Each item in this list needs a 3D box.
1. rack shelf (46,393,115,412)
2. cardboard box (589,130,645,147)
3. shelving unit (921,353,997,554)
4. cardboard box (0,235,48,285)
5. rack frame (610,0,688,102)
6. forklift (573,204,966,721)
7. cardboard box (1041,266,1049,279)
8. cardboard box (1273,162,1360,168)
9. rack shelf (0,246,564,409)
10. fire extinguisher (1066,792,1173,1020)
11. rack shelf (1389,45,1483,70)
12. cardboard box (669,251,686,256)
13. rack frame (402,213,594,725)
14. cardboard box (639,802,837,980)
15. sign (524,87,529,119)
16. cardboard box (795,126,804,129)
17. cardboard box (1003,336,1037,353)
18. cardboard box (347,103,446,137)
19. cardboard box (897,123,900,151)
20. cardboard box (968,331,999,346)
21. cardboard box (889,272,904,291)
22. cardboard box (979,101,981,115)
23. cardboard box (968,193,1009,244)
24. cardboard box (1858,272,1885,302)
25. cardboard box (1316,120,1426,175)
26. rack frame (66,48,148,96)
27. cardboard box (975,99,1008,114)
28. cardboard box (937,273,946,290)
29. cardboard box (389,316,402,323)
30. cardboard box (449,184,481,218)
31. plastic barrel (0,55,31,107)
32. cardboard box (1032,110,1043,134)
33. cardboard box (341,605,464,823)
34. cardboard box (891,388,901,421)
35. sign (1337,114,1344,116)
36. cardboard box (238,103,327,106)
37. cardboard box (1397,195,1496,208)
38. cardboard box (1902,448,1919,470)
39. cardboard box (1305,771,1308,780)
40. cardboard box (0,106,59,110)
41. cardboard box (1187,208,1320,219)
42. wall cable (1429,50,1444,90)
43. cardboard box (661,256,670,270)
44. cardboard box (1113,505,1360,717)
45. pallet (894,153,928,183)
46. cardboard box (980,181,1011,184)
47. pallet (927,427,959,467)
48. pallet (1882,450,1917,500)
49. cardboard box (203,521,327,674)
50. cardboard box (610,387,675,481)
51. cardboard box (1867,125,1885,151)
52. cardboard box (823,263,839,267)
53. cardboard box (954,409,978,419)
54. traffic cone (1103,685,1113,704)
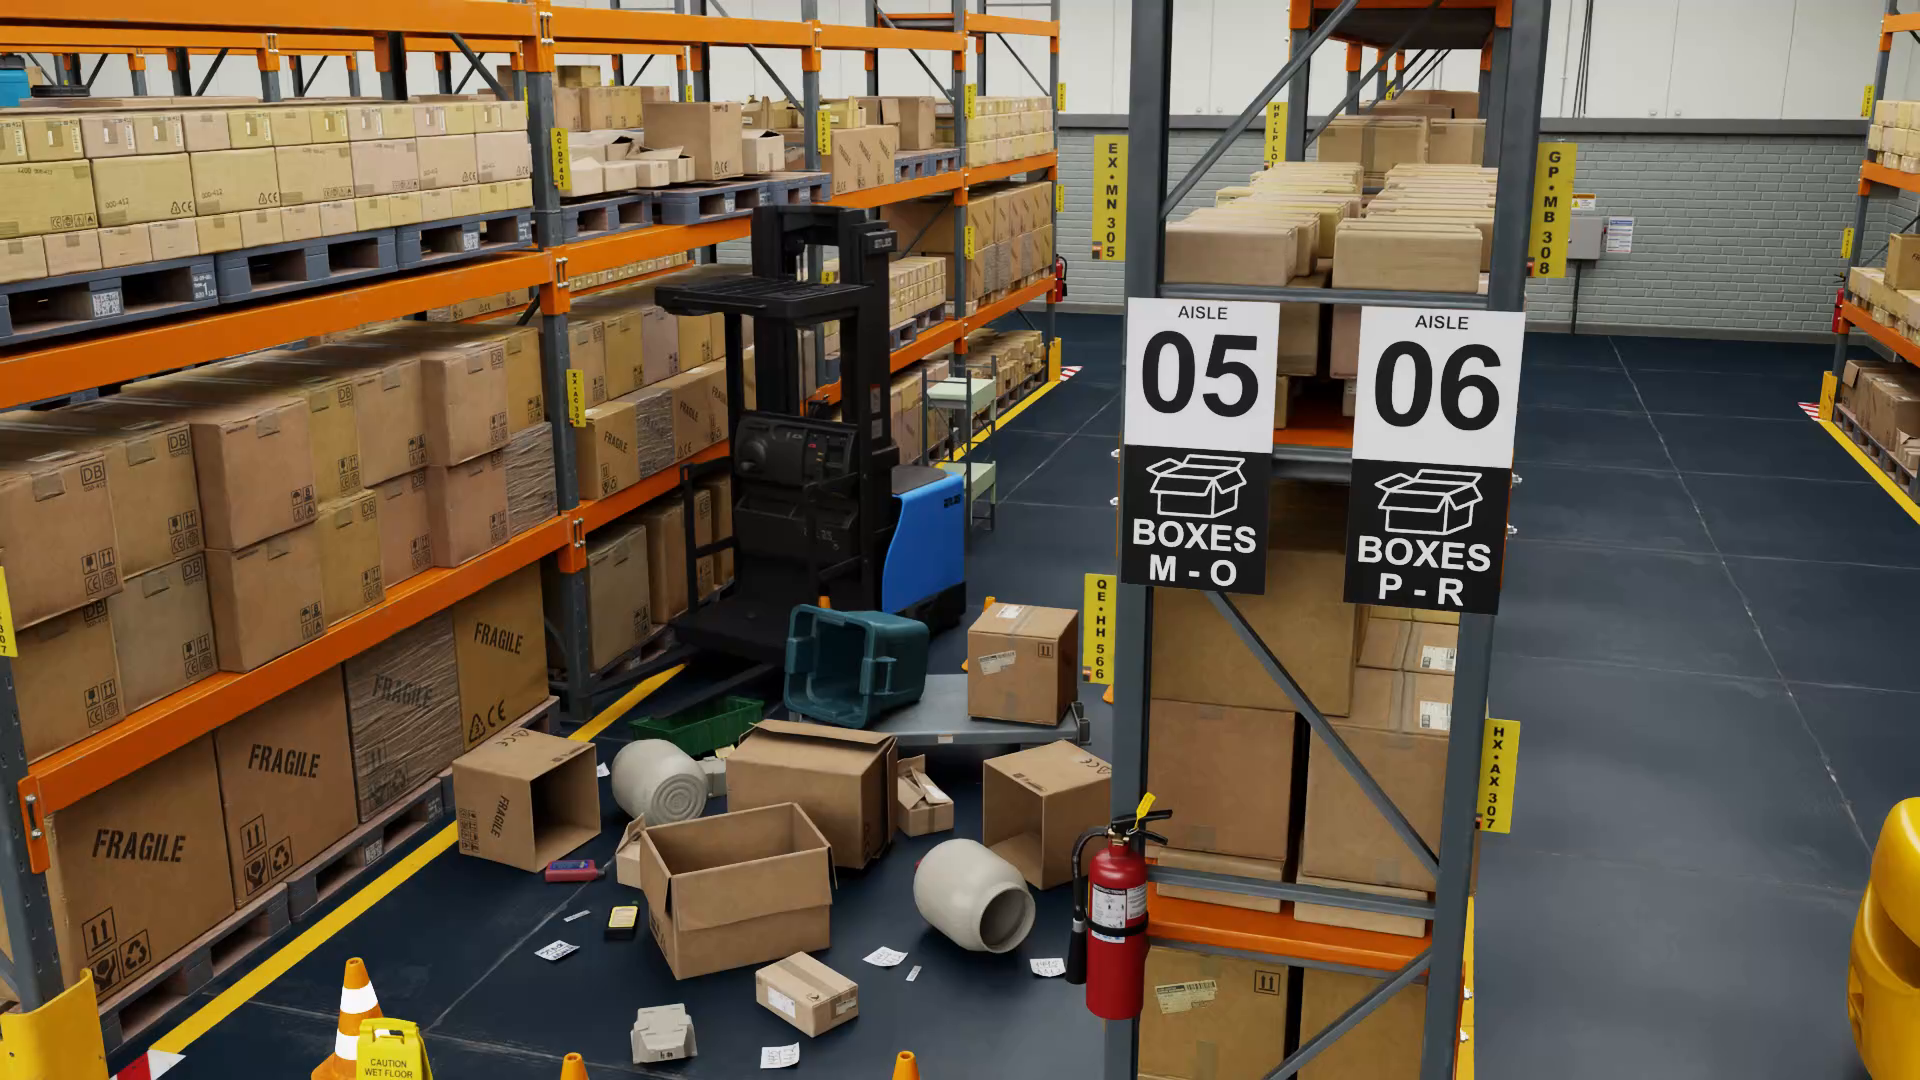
[{"bbox_3d":[-6.868,-0.980,13.105,1.077,0.370,4.000,5,16,16],"label":"rack shelf"},{"bbox_3d":[-2.278,-2.651,11.391,0.500,0.311,0.500,4,16,15],"label":"cardboard box"},{"bbox_3d":[-0.002,-0.720,13.619,0.431,1.500,0.755,5,16,16],"label":"shelving unit"},{"bbox_3d":[-3.442,-0.982,5.805,0.380,0.149,0.250,5,17,16],"label":"cardboard box"},{"bbox_3d":[-4.026,-6.828,21.412,1.000,3.000,0.127,5,16,16],"label":"rack frame"},{"bbox_3d":[-1.175,-0.574,10.482,1.130,2.935,3.031,10,19,31],"label":"forklift"},{"bbox_3d":[0.879,-3.303,20.437,0.380,0.149,0.250,5,16,16],"label":"cardboard box"},{"bbox_3d":[1.662,-1.683,7.767,0.380,0.149,0.250,4,16,15],"label":"cardboard box"},{"bbox_3d":[-3.278,-0.965,7.556,1.077,0.370,4.000,5,16,16],"label":"rack shelf"},{"bbox_3d":[0.454,1.044,4.794,0.296,0.674,0.183,5,16,16],"label":"fire extinguisher"},{"bbox_3d":[4.907,-4.998,17.010,1.077,0.370,4.000,5,16,16],"label":"rack shelf"},{"bbox_3d":[-3.910,-3.866,21.691,0.500,0.250,0.500,4,16,15],"label":"cardboard box"},{"bbox_3d":[-2.710,-0.391,9.712,1.000,3.000,0.127,5,16,16],"label":"rack frame"},{"bbox_3d":[-1.000,1.558,7.416,0.797,0.503,0.637,-7,17,-23],"label":"cardboard box"},{"bbox_3d":[-4.640,-4.699,17.879,0.100,0.325,0.005,5,16,16],"label":"sign"},{"bbox_3d":[-1.525,-3.230,14.040,0.500,0.500,0.500,5,16,16],"label":"cardboard box"},{"bbox_3d":[0.715,-2.351,19.984,0.380,0.149,0.250,4,16,15],"label":"cardboard box"},{"bbox_3d":[-2.723,-2.030,8.038,0.380,0.149,0.250,5,17,17],"label":"cardboard box"},{"bbox_3d":[-0.888,-3.873,15.883,0.500,0.311,0.500,4,16,15],"label":"cardboard box"},{"bbox_3d":[0.263,-2.455,20.354,0.380,0.149,0.250,5,17,17],"label":"cardboard box"},{"bbox_3d":[-0.734,-2.391,15.362,0.380,0.149,0.250,4,16,13],"label":"cardboard box"},{"bbox_3d":[0.005,-4.484,17.271,0.380,0.149,0.250,4,16,15],"label":"cardboard box"},{"bbox_3d":[0.231,-3.522,18.189,0.500,0.500,0.500,5,17,17],"label":"cardboard box"},{"bbox_3d":[9.705,-2.631,17.337,0.500,0.250,0.500,5,17,16],"label":"cardboard box"},{"bbox_3d":[2.107,-2.009,8.507,0.500,0.250,0.500,5,17,17],"label":"cardboard box"},{"bbox_3d":[-9.912,-6.166,19.076,1.000,3.000,0.127,5,16,16],"label":"rack frame"},{"bbox_3d":[0.298,-4.685,17.981,0.380,0.149,0.250,5,17,19],"label":"cardboard box"},{"bbox_3d":[-0.360,-2.589,16.607,0.380,0.149,0.250,5,17,18],"label":"cardboard box"},{"bbox_3d":[-5.614,-2.273,16.161,0.500,0.500,0.500,4,16,15],"label":"cardboard box"},{"bbox_3d":[-2.650,-1.710,8.372,0.380,0.149,0.250,5,17,17],"label":"cardboard box"},{"bbox_3d":[-10.250,-4.707,17.744,0.600,0.901,0.708,5,16,16],"label":"plastic barrel"},{"bbox_3d":[0.669,-4.868,19.357,0.500,0.250,0.500,4,16,14],"label":"cardboard box"},{"bbox_3d":[-3.208,0.824,8.552,0.875,0.875,0.875,5,17,16],"label":"cardboard box"},{"bbox_3d":[-0.848,-1.221,15.074,0.500,0.250,0.500,5,17,16],"label":"cardboard box"},{"bbox_3d":[2.672,-2.856,11.810,0.100,0.325,0.005,5,16,16],"label":"sign"},{"bbox_3d":[-3.355,-2.079,8.211,0.380,0.149,0.250,4,16,15],"label":"cardboard box"},{"bbox_3d":[1.685,-1.092,5.686,0.380,0.149,0.250,5,17,17],"label":"cardboard box"},{"bbox_3d":[8.975,-0.742,15.404,0.380,0.149,0.250,4,16,14],"label":"cardboard box"},{"bbox_3d":[1.140,0.753,6.139,0.380,0.149,0.250,5,17,17],"label":"cardboard box"},{"bbox_3d":[-6.941,-2.859,11.957,0.797,0.503,0.637,5,17,18],"label":"cardboard box"},{"bbox_3d":[0.906,-0.937,5.139,0.380,0.149,0.250,4,16,15],"label":"cardboard box"},{"bbox_3d":[6.821,-7.570,24.026,0.463,3.000,0.029,5,16,16],"label":"wall cable"},{"bbox_3d":[-3.957,-3.568,21.373,0.380,0.149,0.250,5,16,16],"label":"cardboard box"},{"bbox_3d":[0.864,0.190,5.103,0.700,0.500,0.500,4,16,15],"label":"cardboard box"},{"bbox_3d":[-1.006,-3.412,15.210,1.213,0.211,1.003,5,16,16],"label":"pallet"},{"bbox_3d":[0.318,-4.106,20.249,0.500,0.500,0.500,5,16,16],"label":"cardboard box"},{"bbox_3d":[-0.656,-0.939,16.753,1.003,0.211,1.213,5,16,16],"label":"pallet"},{"bbox_3d":[9.294,-0.581,15.491,1.003,0.211,1.213,5,16,16],"label":"pallet"},{"bbox_3d":[-3.370,0.200,7.352,0.875,0.550,0.550,5,16,16],"label":"cardboard box"},{"bbox_3d":[-2.160,-0.688,10.576,0.500,0.500,0.500,5,17,16],"label":"cardboard box"},{"bbox_3d":[9.847,-4.209,17.403,0.500,0.250,0.500,4,16,15],"label":"cardboard box"},{"bbox_3d":[-1.211,-2.579,16.025,0.380,0.149,0.250,4,16,15],"label":"cardboard box"},{"bbox_3d":[-0.025,-1.385,17.671,0.380,0.149,0.250,4,16,13],"label":"cardboard box"},{"bbox_3d":[1.075,0.753,10.325,0.336,0.463,0.334,5,16,16],"label":"traffic cone"}]
